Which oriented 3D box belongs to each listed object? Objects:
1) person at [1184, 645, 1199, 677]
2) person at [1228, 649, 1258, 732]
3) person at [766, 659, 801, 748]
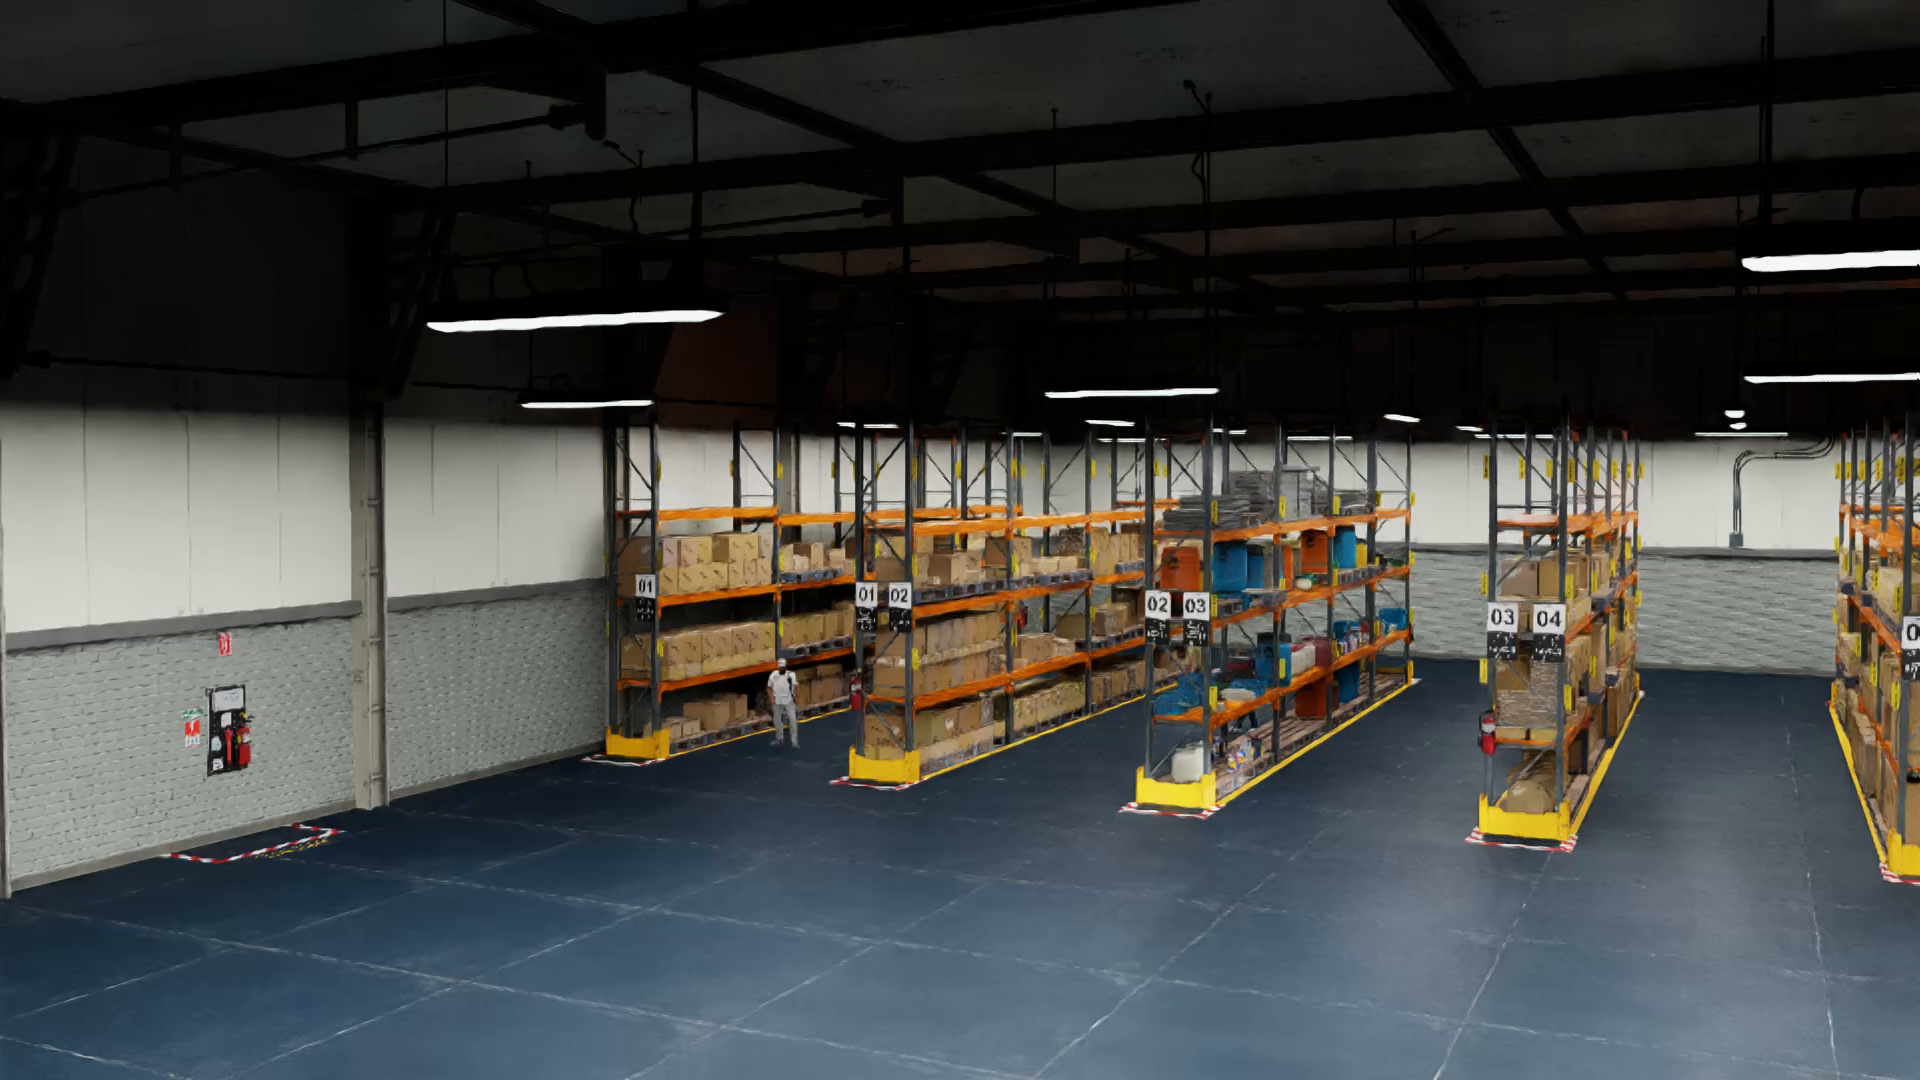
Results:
[{"bbox_3d":[4.921,2.671,35.093,0.457,1.675,0.532,0,2,2],"label":"person"},{"bbox_3d":[5.390,2.866,31.657,0.575,1.578,0.514,0,2,10],"label":"person"},{"bbox_3d":[-3.165,2.932,30.087,0.655,1.607,0.767,0,2,5],"label":"person"}]
